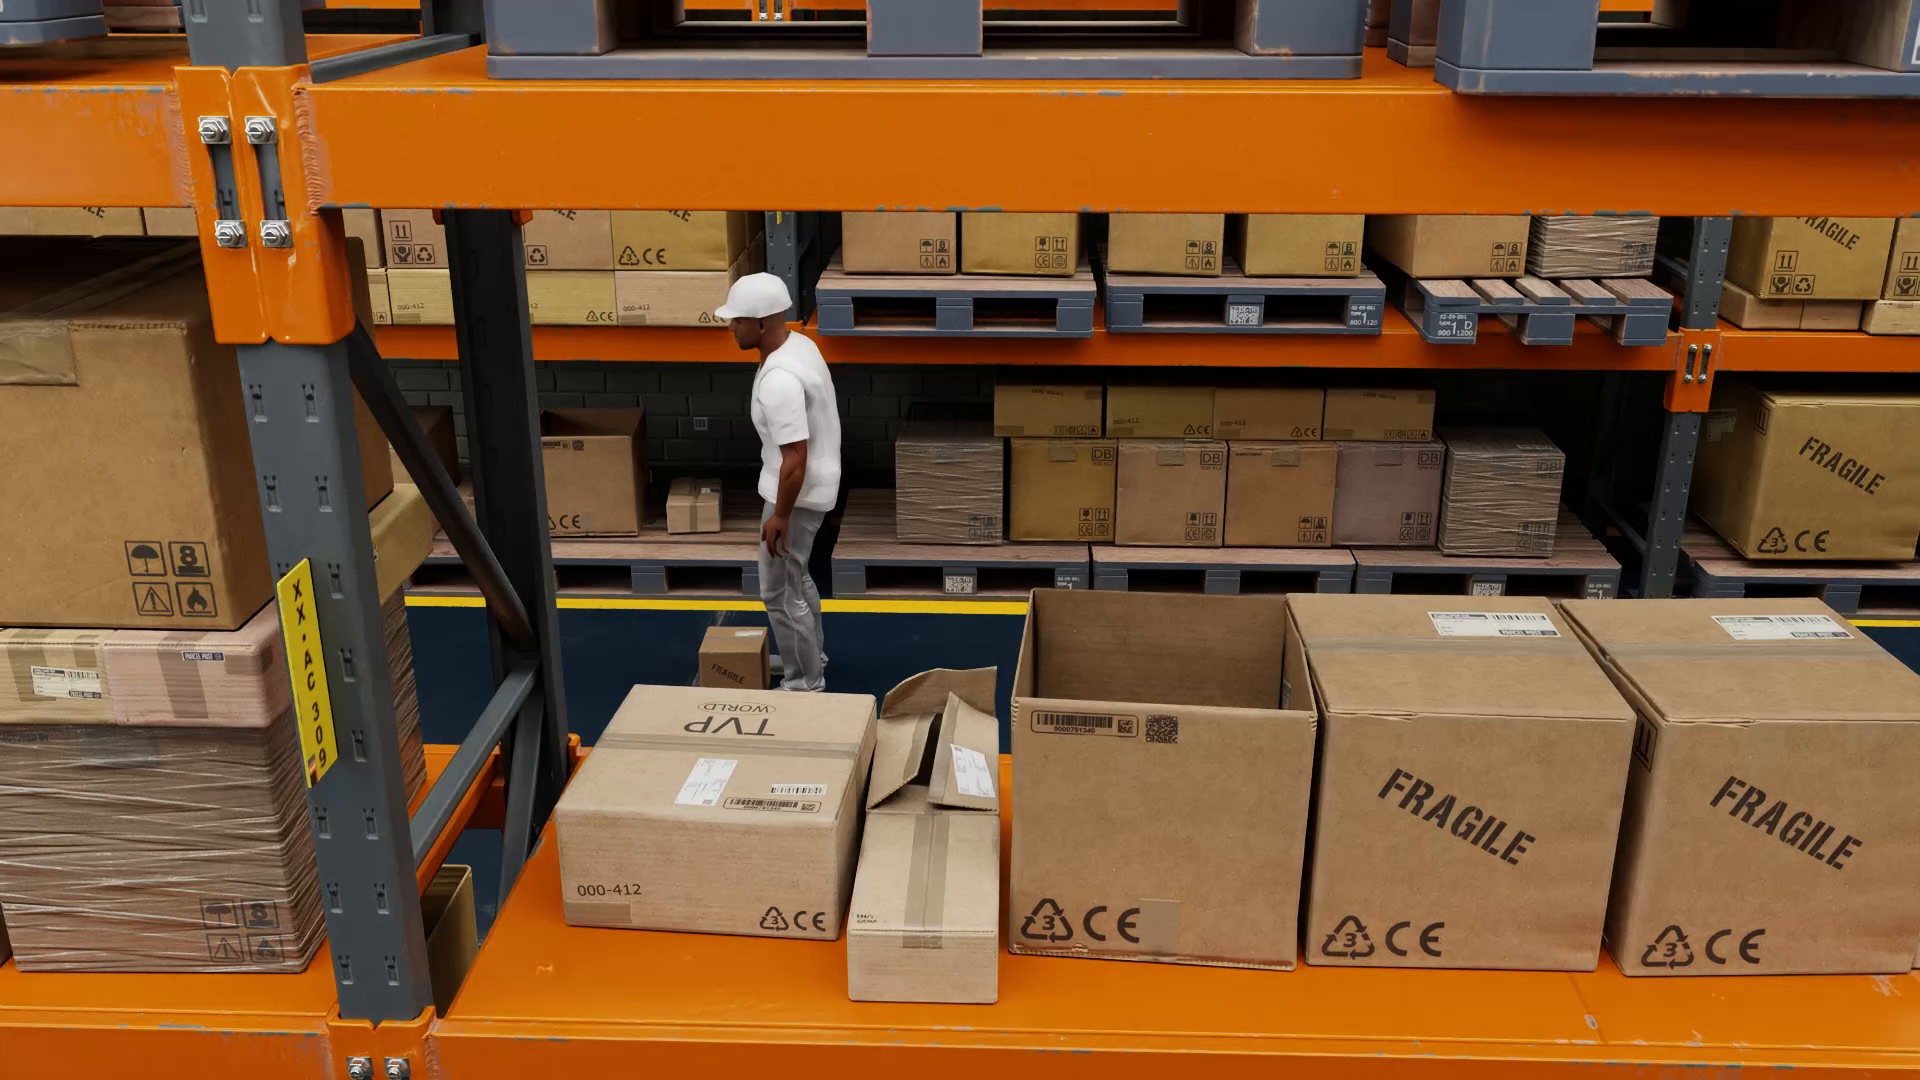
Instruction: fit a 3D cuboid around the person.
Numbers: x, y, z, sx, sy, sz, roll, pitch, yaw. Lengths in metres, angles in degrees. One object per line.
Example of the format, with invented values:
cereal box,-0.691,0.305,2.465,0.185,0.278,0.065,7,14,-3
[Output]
person,-0.693,-0.185,6.546,0.461,1.759,0.629,0,21,-1
